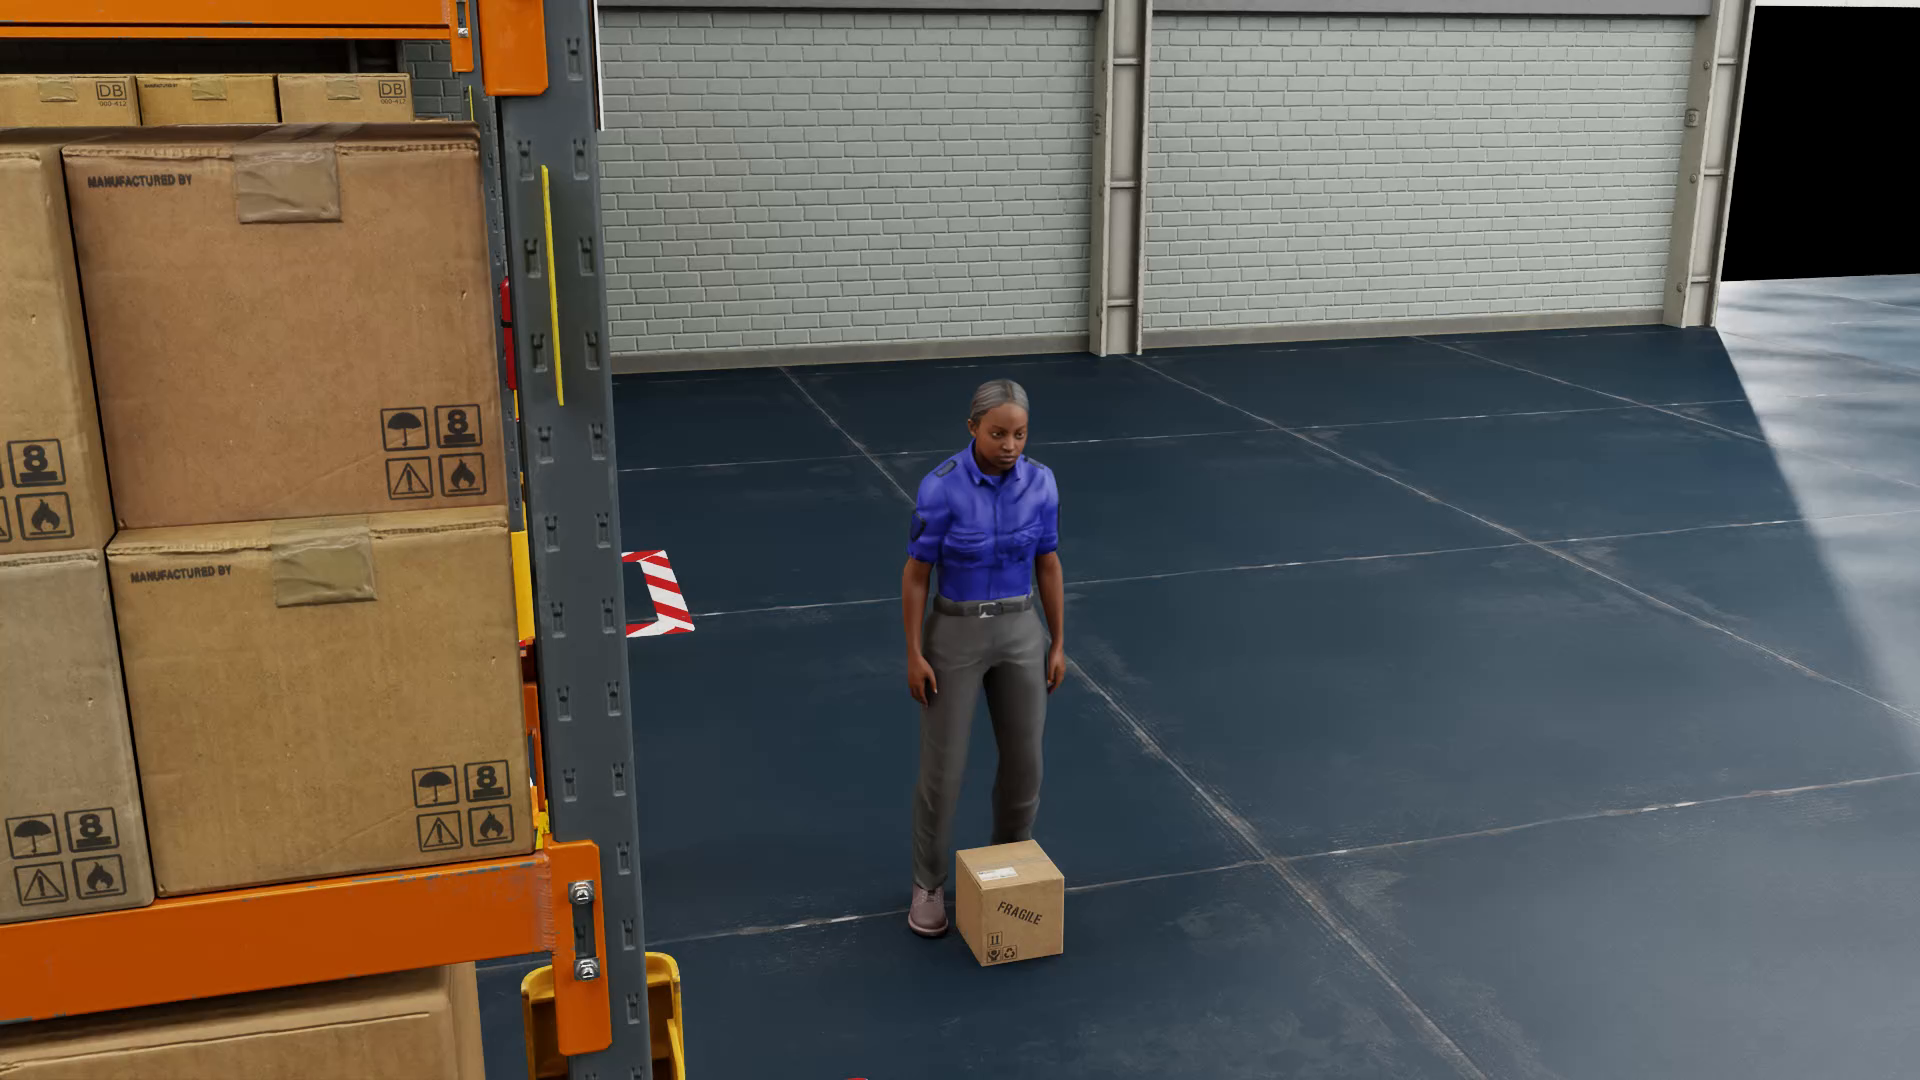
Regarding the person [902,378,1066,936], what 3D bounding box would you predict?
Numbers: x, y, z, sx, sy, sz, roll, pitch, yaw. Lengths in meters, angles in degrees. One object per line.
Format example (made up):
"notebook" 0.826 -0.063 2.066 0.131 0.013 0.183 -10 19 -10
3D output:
"person" 0.070 0.329 4.902 0.512 1.654 0.352 -5 17 -16
